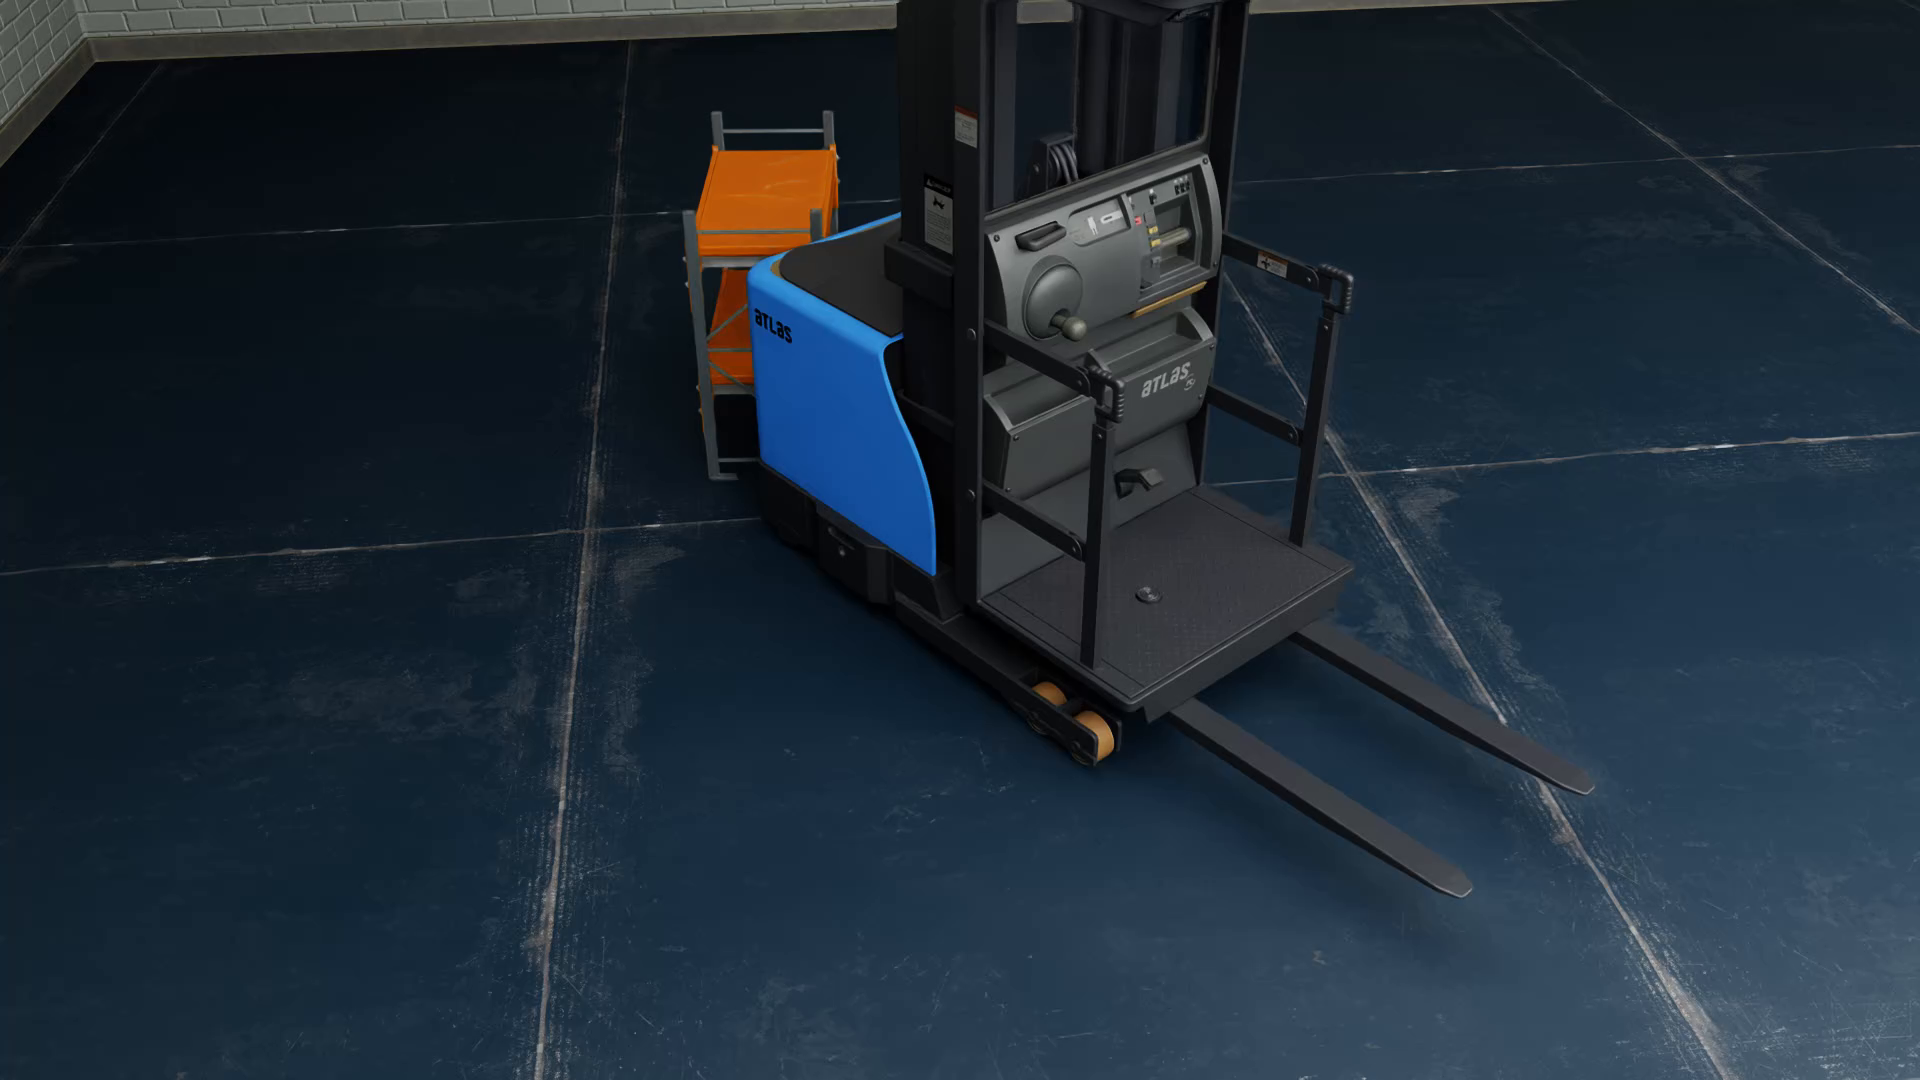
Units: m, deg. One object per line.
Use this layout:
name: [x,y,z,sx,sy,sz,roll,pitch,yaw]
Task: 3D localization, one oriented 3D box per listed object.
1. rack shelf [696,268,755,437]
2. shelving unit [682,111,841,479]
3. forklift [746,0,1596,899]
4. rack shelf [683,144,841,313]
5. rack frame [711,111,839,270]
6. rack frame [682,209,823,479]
rack shelf: [-0.760,-0.803,6.864,0.538,0.278,1.000,-1,34,-1]
shelving unit: [-0.760,-1.005,6.726,0.538,1.125,1.048,-1,34,-1]
forklift: [0.592,-0.832,4.868,1.130,2.935,3.031,-26,42,-33]
rack shelf: [-0.760,-1.247,6.561,0.538,0.278,1.000,-1,34,-1]
rack frame: [-0.771,-1.291,7.146,0.500,1.125,0.032,-1,34,-1]
rack frame: [-0.749,-0.719,6.306,0.500,1.125,0.032,-1,34,-1]
